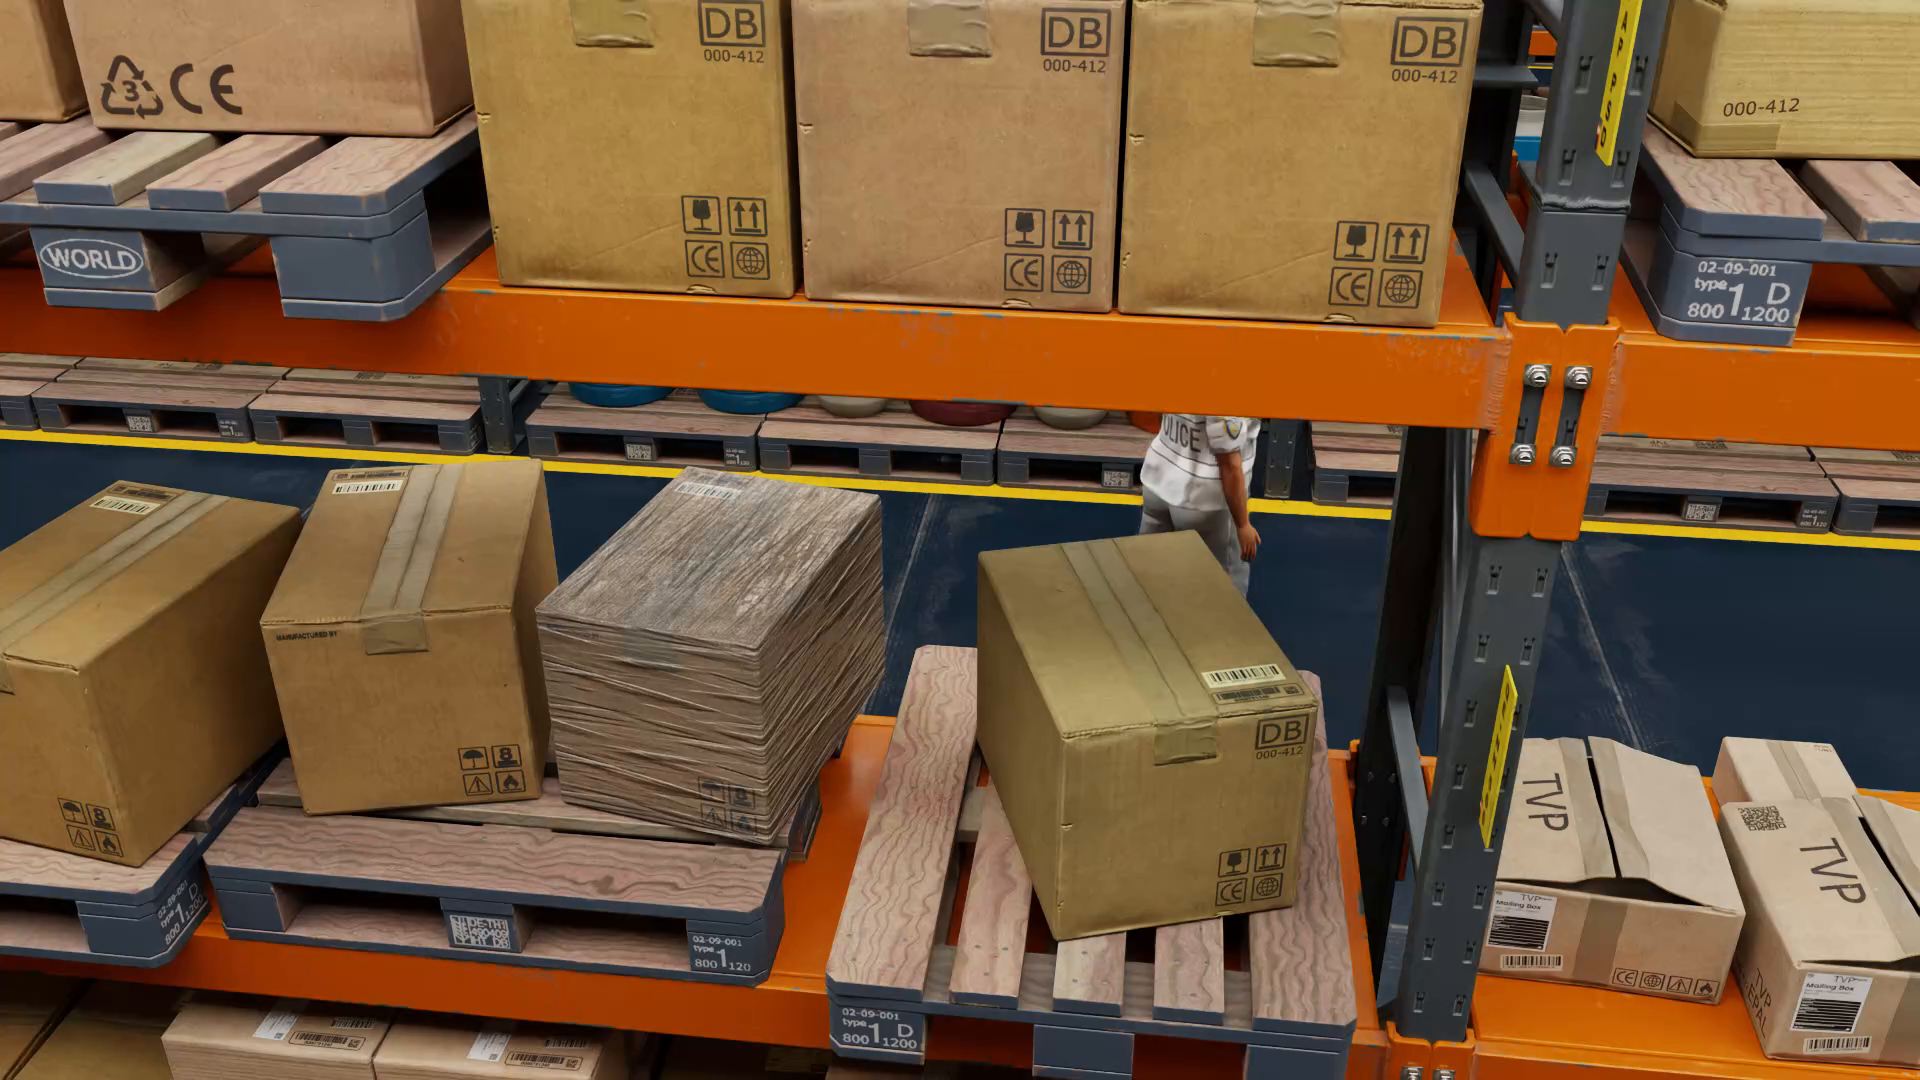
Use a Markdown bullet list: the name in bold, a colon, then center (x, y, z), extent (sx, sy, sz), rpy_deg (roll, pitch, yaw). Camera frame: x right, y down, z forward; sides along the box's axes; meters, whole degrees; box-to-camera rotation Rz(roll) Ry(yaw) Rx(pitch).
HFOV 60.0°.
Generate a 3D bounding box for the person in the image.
- **person**: center (0.939, -0.153, 6.399), extent (0.625, 1.656, 0.610), rpy_deg (-16, 32, -27)
